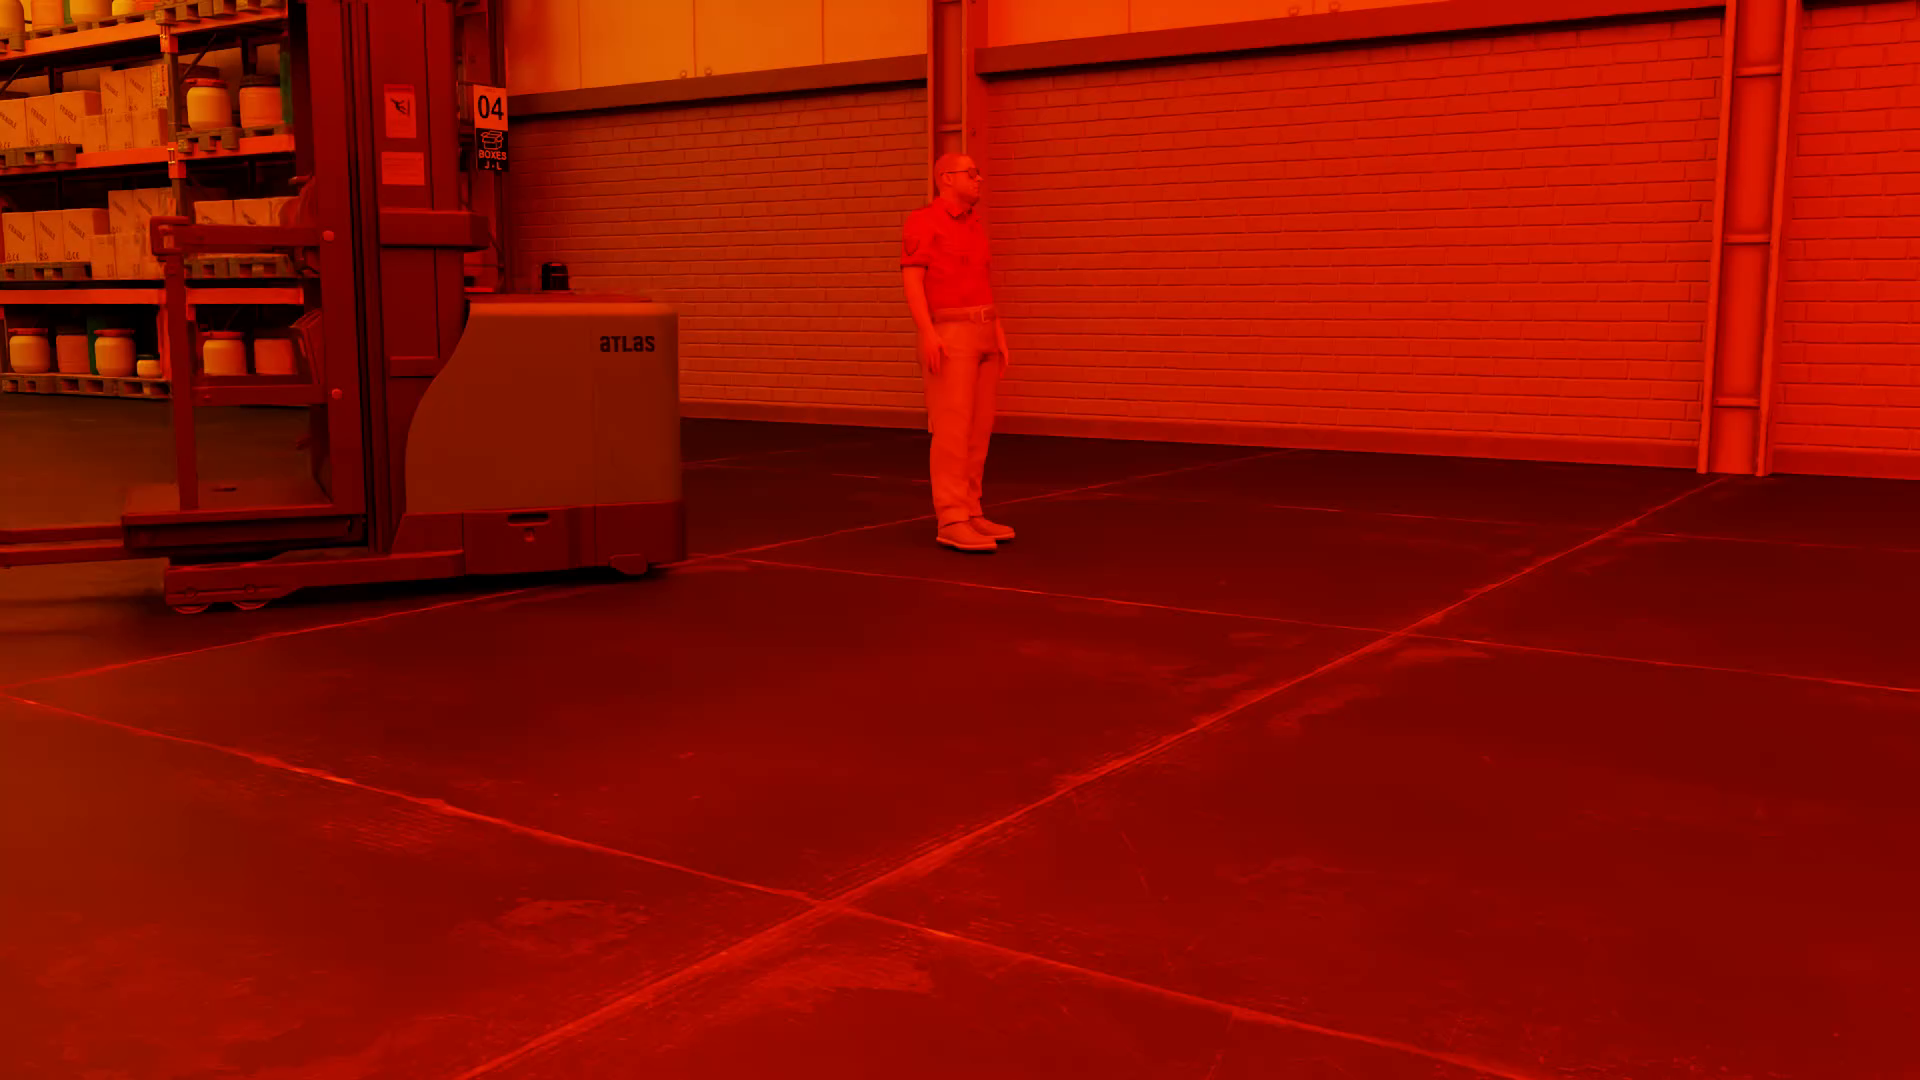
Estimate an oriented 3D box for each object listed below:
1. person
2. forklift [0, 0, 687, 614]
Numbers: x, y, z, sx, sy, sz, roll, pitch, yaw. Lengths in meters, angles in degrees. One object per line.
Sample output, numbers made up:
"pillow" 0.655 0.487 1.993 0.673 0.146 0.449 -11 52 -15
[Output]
"person" 0.068 -0.856 7.421 0.550 1.728 0.641 5 10 34
"forklift" -2.643 -1.278 6.177 3.031 2.935 1.130 -4 9 -24
